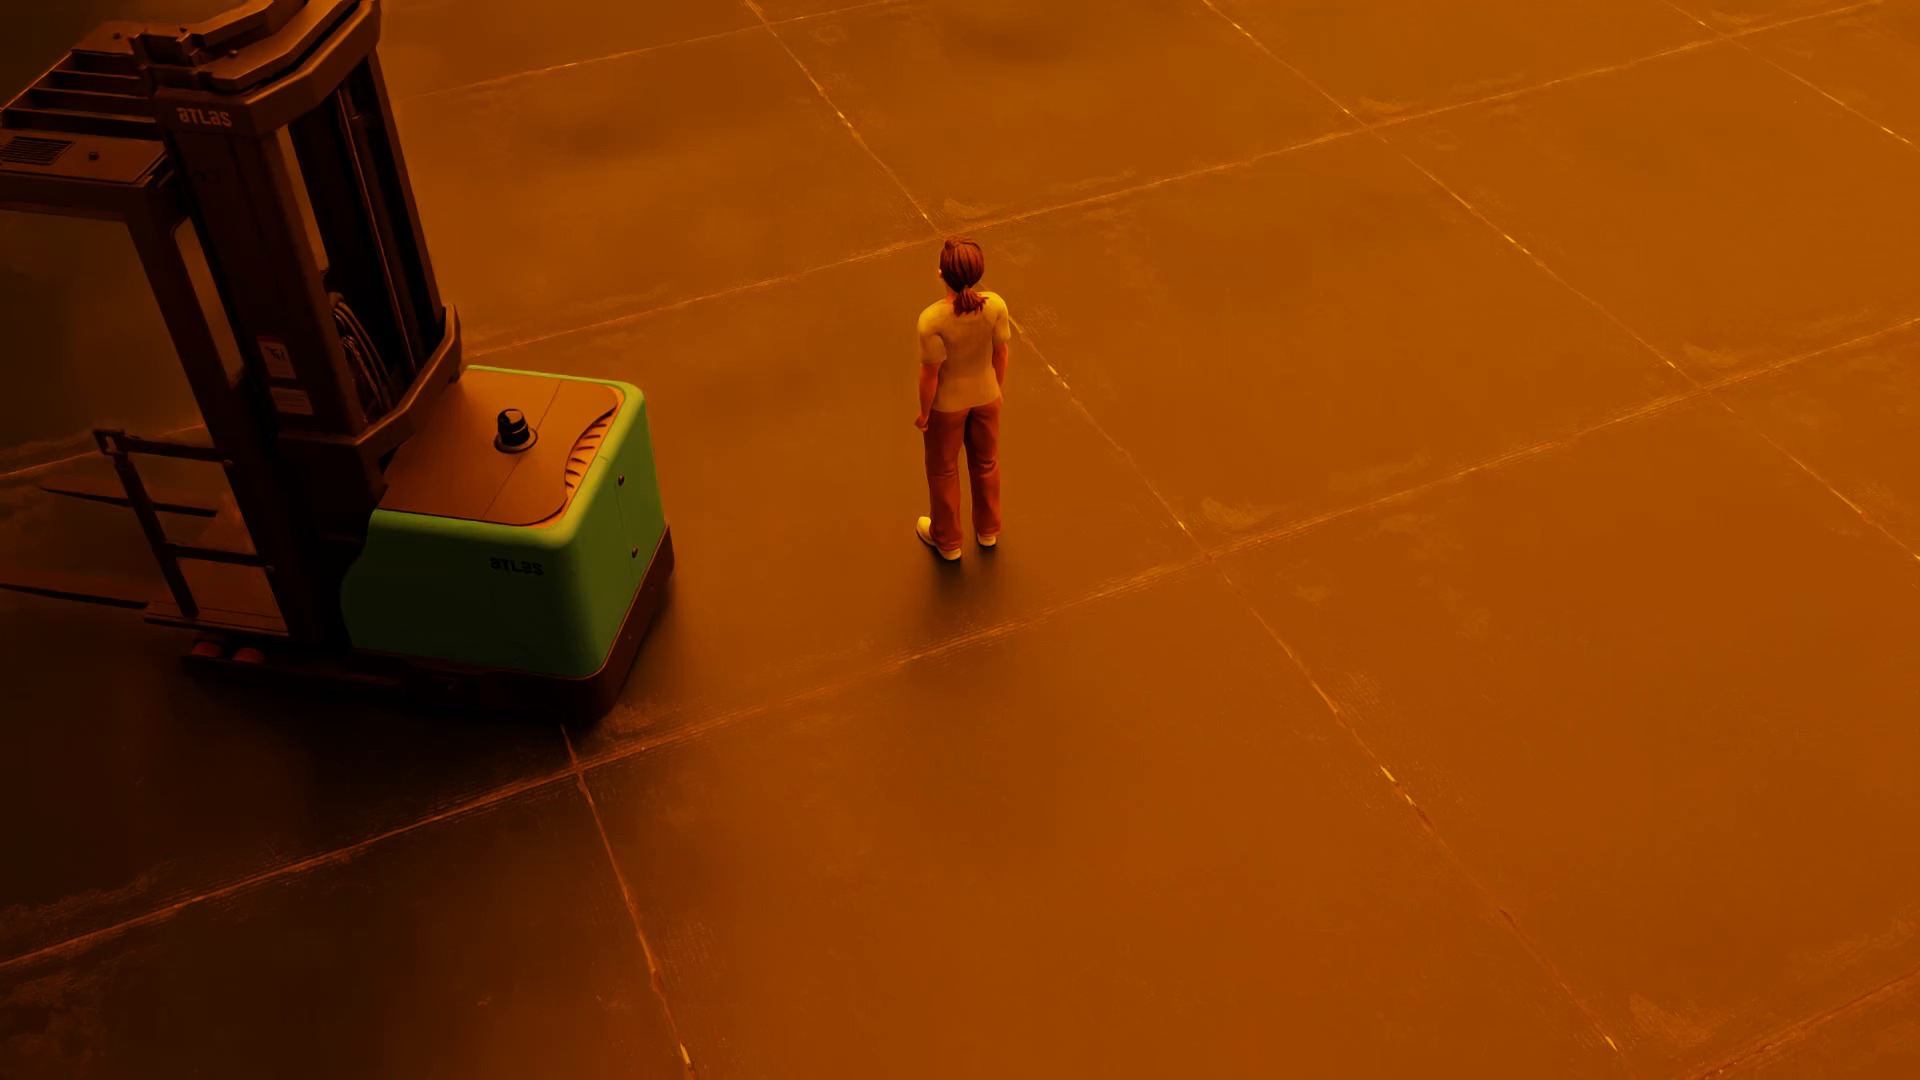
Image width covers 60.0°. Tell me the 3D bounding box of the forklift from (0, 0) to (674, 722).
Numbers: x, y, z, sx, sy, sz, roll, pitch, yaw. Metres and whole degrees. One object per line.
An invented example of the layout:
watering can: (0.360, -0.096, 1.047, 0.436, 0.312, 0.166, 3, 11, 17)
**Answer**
forklift: (-2.873, -0.797, 6.534, 3.031, 2.935, 1.130, 7, 43, 7)

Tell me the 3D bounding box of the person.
person: (-0.005, -0.609, 7.257, 0.435, 1.671, 0.381, -18, 46, -18)
